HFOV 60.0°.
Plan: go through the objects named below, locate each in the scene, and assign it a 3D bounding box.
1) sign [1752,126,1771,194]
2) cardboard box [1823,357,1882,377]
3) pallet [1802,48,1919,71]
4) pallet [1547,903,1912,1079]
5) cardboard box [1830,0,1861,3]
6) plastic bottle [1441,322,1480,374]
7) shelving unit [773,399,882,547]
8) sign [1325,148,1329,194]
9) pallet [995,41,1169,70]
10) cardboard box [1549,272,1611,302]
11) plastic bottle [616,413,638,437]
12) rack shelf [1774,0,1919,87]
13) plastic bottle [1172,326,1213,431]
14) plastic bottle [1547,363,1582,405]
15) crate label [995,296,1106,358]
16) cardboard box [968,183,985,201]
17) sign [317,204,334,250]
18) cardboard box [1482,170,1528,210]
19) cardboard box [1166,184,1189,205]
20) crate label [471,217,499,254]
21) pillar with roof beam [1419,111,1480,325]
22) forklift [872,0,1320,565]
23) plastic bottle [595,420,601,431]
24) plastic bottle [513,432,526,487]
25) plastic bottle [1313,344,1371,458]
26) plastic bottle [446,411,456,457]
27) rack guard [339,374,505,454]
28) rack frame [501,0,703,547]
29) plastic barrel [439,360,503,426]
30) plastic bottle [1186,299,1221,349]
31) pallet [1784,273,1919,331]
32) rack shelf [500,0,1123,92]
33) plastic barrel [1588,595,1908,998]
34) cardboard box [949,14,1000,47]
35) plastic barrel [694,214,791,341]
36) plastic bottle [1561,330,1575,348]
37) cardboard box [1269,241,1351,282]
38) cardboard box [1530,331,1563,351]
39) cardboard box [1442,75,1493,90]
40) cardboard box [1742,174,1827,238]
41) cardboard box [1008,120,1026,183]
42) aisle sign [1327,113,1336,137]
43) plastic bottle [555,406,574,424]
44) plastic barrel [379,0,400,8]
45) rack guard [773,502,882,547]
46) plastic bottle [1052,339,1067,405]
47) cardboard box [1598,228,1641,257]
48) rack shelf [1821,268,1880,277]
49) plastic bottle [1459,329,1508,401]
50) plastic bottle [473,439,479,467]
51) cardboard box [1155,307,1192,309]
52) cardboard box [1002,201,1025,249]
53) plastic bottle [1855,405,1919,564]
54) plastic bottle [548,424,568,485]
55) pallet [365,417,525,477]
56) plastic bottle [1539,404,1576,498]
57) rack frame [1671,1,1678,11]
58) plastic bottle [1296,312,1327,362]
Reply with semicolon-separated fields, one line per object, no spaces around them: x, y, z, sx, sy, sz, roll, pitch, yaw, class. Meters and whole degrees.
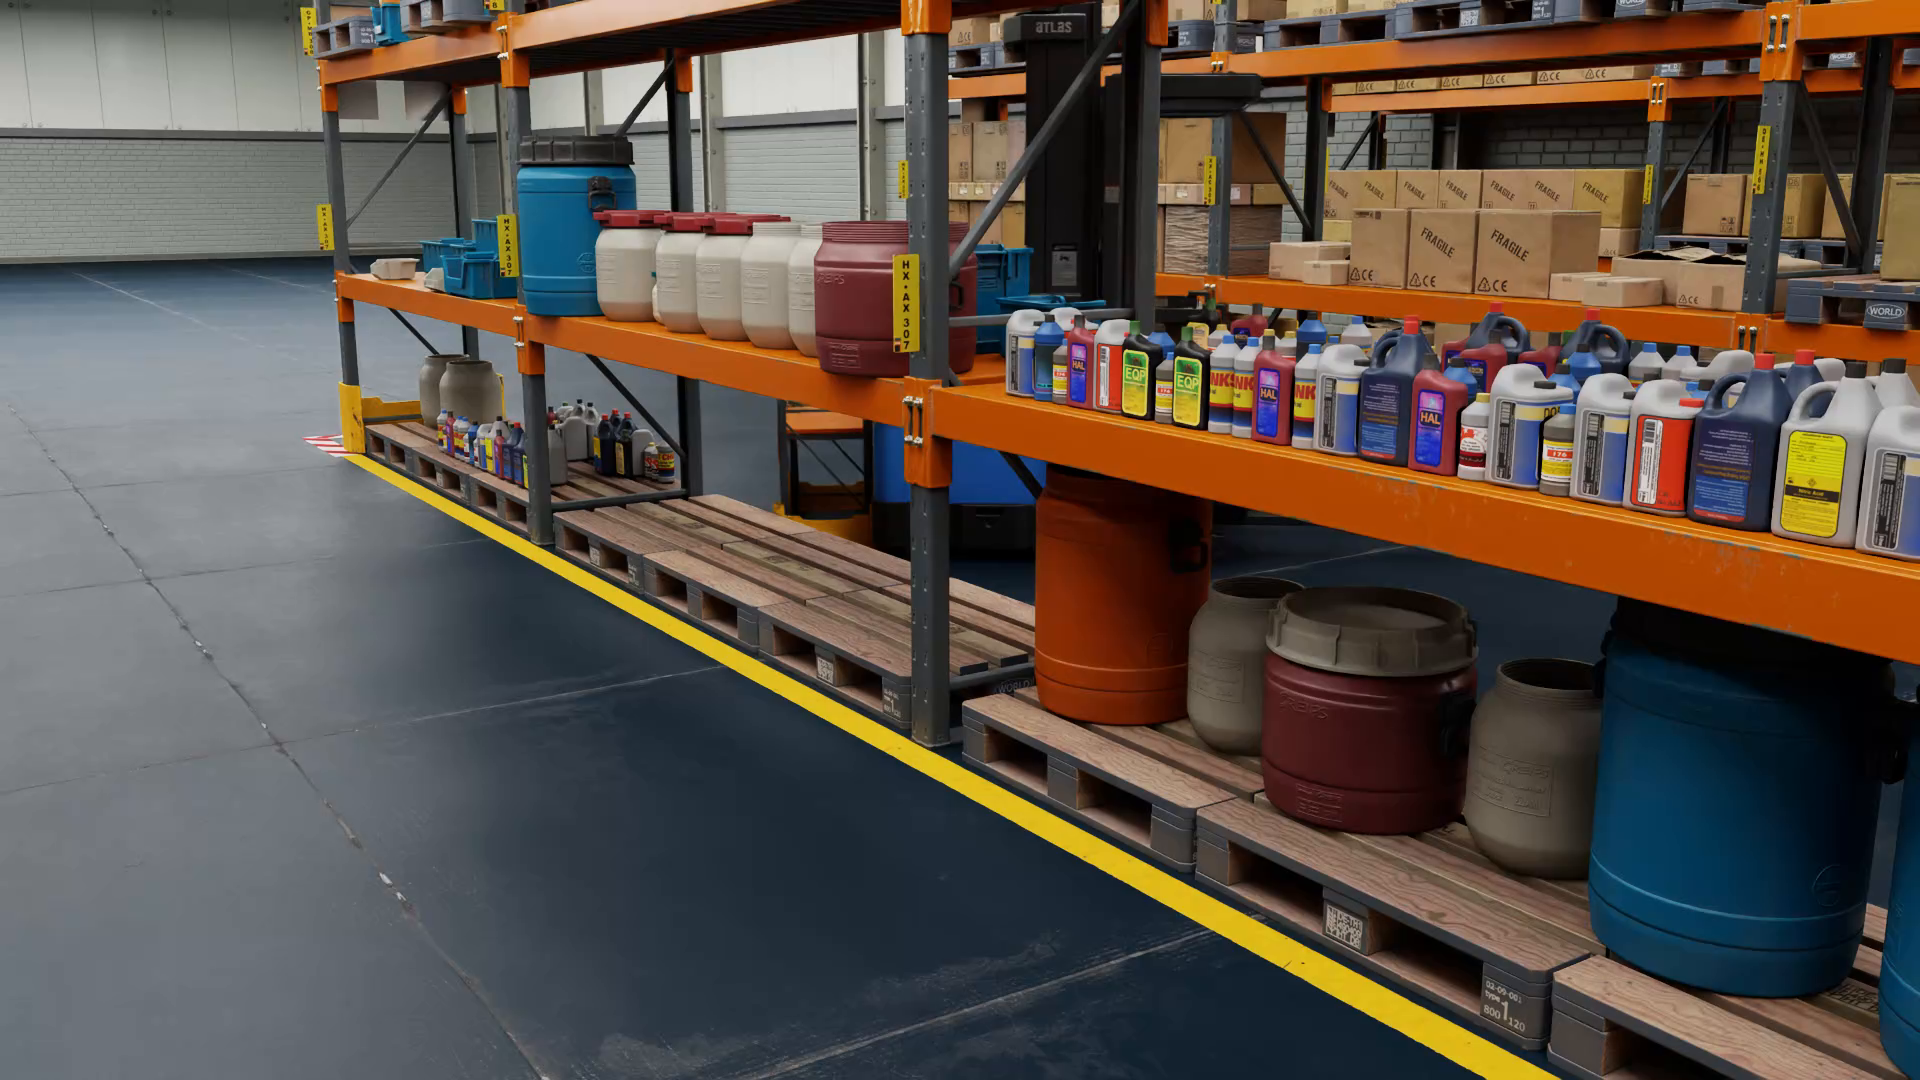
3.939;-1.869;8.176;0.100;0.325;0.005;-8;15;-33;sign
7.303;-1.351;13.340;0.700;0.500;0.500;-8;15;-32;cardboard box
7.135;-3.735;12.838;1.213;0.211;1.003;-8;15;-33;pallet
2.097;1.148;3.619;1.003;0.211;1.213;-8;15;-33;pallet
4.669;-2.810;7.935;0.910;0.500;0.500;-8;15;-33;cardboard box
1.486;-0.502;4.909;0.061;0.283;0.133;-8;15;-33;plastic bottle
-0.757;-0.800;9.479;0.587;1.500;1.083;-1;12;-2;shelving unit
2.629;-2.674;12.042;0.100;0.325;0.005;-8;15;-33;sign
1.017;-3.868;13.215;1.003;0.211;1.213;-8;15;-33;pallet
3.646;-1.467;9.636;0.380;0.149;0.250;-7;14;-29;cardboard box
-2.045;-0.609;10.294;0.144;0.351;0.185;-8;14;-31;plastic bottle
5.507;-2.128;6.732;1.077;0.370;4.000;-8;15;-33;rack shelf
0.664;-0.459;4.712;0.061;0.283;0.133;-8;15;-33;plastic bottle
1.411;-0.279;3.919;0.097;0.271;0.097;0;12;0;plastic bottle
0.352;-0.821;6.488;0.303;0.233;0.416;-8;15;-33;crate label
0.290;-2.971;14.176;0.380;0.149;0.250;-8;15;-33;cardboard box
-4.619;-2.277;12.107;0.100;0.325;0.005;-8;15;-33;sign
5.234;-3.197;15.509;0.500;0.500;0.500;-9;15;-34;cardboard box
1.718;-2.514;12.083;0.380;0.149;0.250;-8;15;-34;cardboard box
-2.914;-1.928;11.076;0.502;0.435;0.616;-8;15;-33;crate label
1.612;-5.778;14.721;9.100;9.000;0.400;-8;15;-33;pillar with roof beam
1.065;-1.418;8.985;3.031;2.935;1.130;1;12;3;forklift
-2.262;-0.625;10.556;0.097;0.271;0.097;0;12;0;plastic bottle
-2.540;-0.496;9.781;0.144;0.351;0.185;-9;15;-34;plastic bottle
1.012;-0.361;4.283;0.152;0.276;0.135;-8;15;-33;plastic bottle
-3.304;-0.693;10.836;0.061;0.283;0.133;-8;15;-32;plastic bottle
-4.078;-0.977;12.661;1.175;0.500;0.348;-8;15;-33;rack guard
-1.943;-1.495;9.177;1.000;3.000;0.127;-8;15;-33;rack frame
-3.453;-0.999;11.750;0.421;0.512;0.421;0;12;0;plastic barrel
0.853;-0.705;5.839;0.061;0.283;0.133;-8;15;-33;plastic bottle
4.833;-1.163;8.110;1.213;0.211;1.003;-8;15;-33;pallet
-0.835;-2.253;7.307;1.077;0.370;4.000;-8;15;-33;rack shelf
1.810;0.523;3.878;0.600;0.901;0.708;-8;15;-33;plastic barrel
0.281;-4.479;14.248;0.797;0.503;0.637;-7;14;-29;cardboard box
-0.949;-1.158;7.318;0.433;0.535;0.433;0;12;0;plastic barrel
1.662;-0.445;4.650;0.061;0.283;0.133;-8;15;-33;plastic bottle
2.492;-1.925;11.495;0.500;0.250;0.500;-7;14;-29;cardboard box
5.696;-1.841;15.582;0.500;0.500;0.500;-9;16;-37;cardboard box
4.939;-4.530;15.752;0.500;0.500;0.500;-7;14;-29;cardboard box
6.862;-2.737;13.591;0.700;0.500;0.500;-6;14;-27;cardboard box
0.820;-3.198;13.695;0.700;0.500;0.500;-8;15;-33;cardboard box
3.799;-4.626;17.411;0.394;0.787;0.004;-8;15;-33;aisle sign
-2.660;-0.768;11.198;0.152;0.276;0.135;-8;15;-32;plastic bottle
-3.784;-4.015;11.693;0.600;0.830;0.708;-8;15;-33;plastic barrel
-0.725;-0.085;9.124;0.587;0.250;0.087;-1;12;-2;rack guard
0.339;-0.530;5.230;0.097;0.201;0.097;0;12;0;plastic bottle
5.790;-2.653;14.775;0.500;0.250;0.500;-8;15;-33;cardboard box
7.413;-1.961;12.990;1.077;0.370;4.000;-8;15;-33;rack shelf
1.468;-0.452;4.681;0.061;0.283;0.133;-8;15;-33;plastic bottle
-3.000;-0.562;10.431;0.097;0.201;0.097;0;12;0;plastic bottle
1.632;-1.606;13.384;0.500;0.500;0.500;-8;15;-33;cardboard box
0.780;-2.575;13.880;0.700;0.500;0.500;-8;15;-32;cardboard box
1.800;-0.109;3.127;0.152;0.276;0.135;-8;15;-33;plastic bottle
-2.420;-0.513;9.859;0.144;0.351;0.185;-8;15;-33;plastic bottle
-3.632;-0.691;12.028;1.003;0.211;1.213;-8;15;-33;pallet
1.359;-0.203;3.734;0.097;0.201;0.097;0;12;0;plastic bottle
6.305;-5.599;13.899;1.000;3.000;0.127;-8;15;-33;rack frame
1.137;-0.601;5.390;0.097;0.271;0.097;0;12;0;plastic bottle
